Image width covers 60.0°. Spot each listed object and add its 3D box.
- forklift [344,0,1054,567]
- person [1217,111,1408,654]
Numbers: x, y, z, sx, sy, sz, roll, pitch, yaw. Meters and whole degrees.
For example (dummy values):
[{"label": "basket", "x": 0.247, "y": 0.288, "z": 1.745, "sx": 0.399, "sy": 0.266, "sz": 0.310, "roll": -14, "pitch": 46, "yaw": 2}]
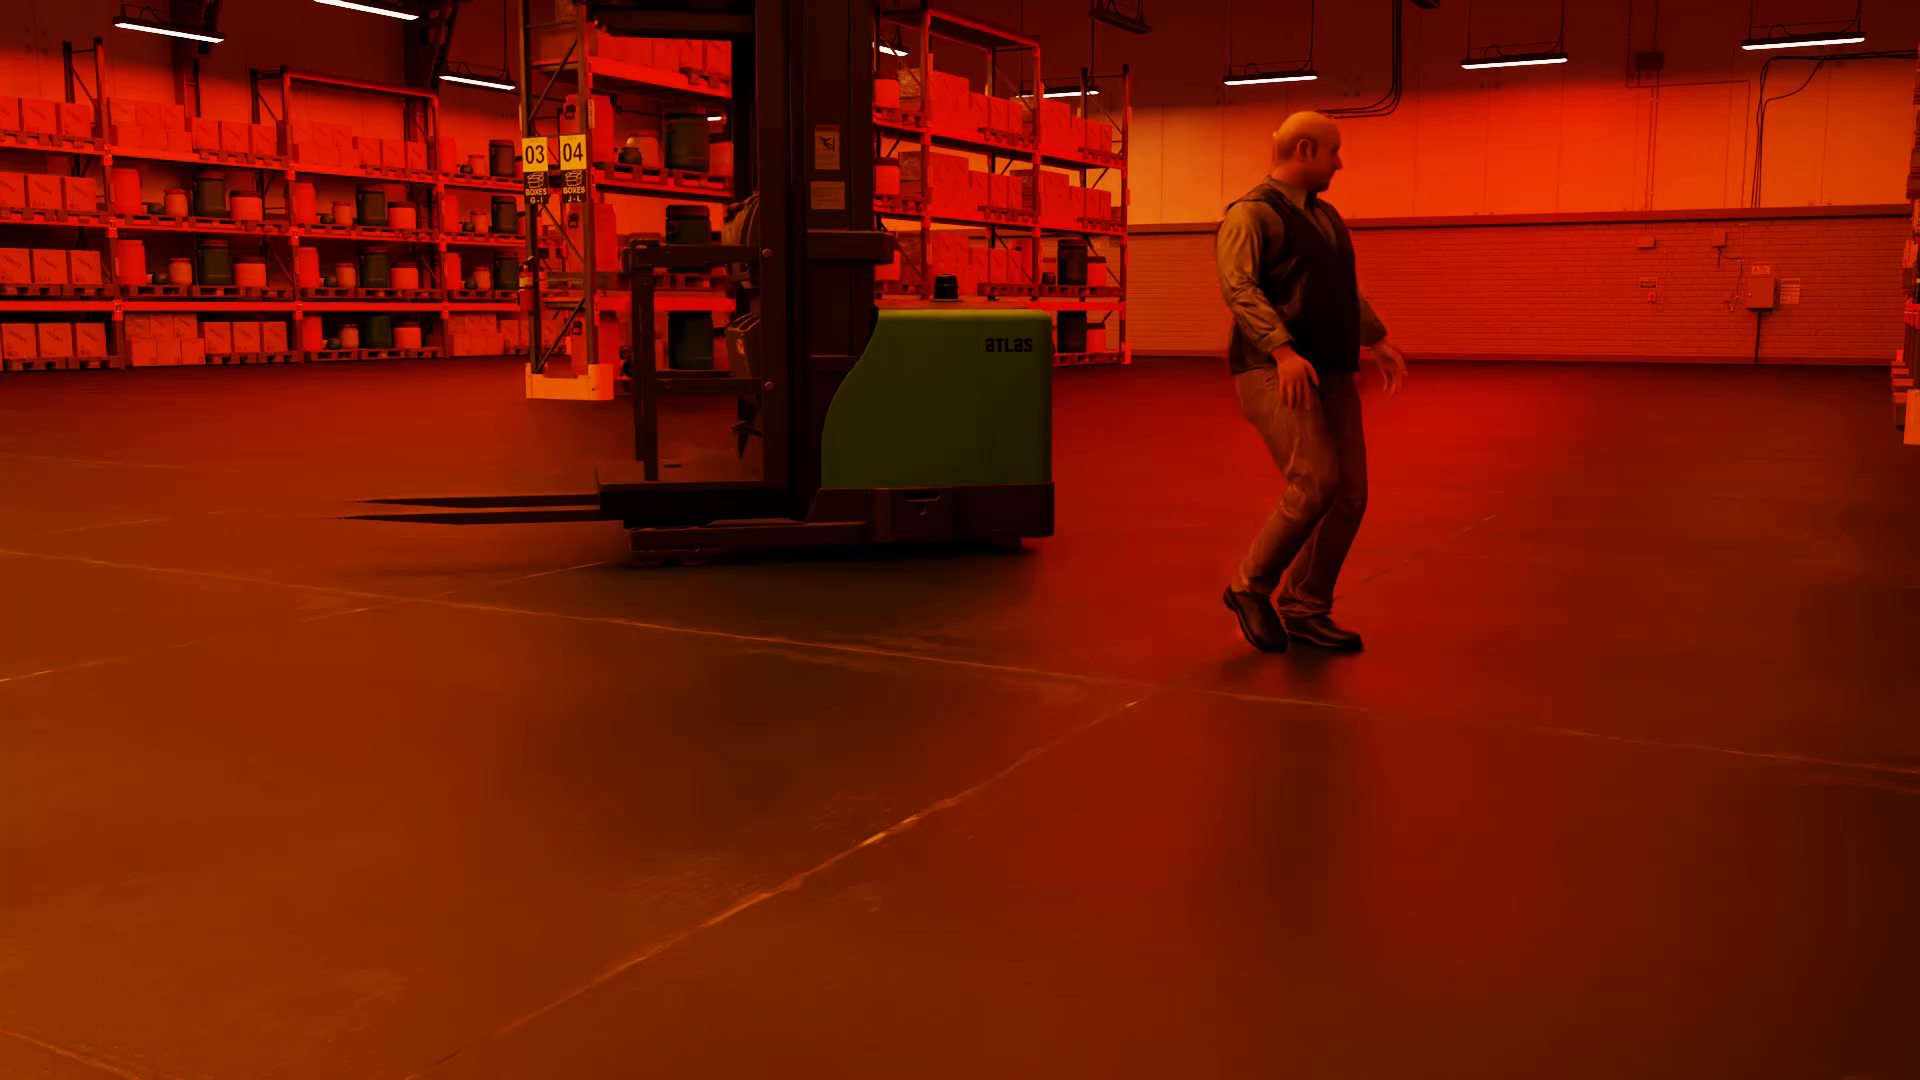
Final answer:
[{"label": "forklift", "x": -1.151, "y": -1.418, "z": 7.368, "sx": 3.031, "sy": 2.935, "sz": 1.130, "roll": -2, "pitch": 8, "yaw": -13}, {"label": "person", "x": 1.141, "y": -0.499, "z": 5.299, "sx": 0.782, "sy": 1.702, "sz": 0.489, "roll": -6, "pitch": 10, "yaw": -38}]
